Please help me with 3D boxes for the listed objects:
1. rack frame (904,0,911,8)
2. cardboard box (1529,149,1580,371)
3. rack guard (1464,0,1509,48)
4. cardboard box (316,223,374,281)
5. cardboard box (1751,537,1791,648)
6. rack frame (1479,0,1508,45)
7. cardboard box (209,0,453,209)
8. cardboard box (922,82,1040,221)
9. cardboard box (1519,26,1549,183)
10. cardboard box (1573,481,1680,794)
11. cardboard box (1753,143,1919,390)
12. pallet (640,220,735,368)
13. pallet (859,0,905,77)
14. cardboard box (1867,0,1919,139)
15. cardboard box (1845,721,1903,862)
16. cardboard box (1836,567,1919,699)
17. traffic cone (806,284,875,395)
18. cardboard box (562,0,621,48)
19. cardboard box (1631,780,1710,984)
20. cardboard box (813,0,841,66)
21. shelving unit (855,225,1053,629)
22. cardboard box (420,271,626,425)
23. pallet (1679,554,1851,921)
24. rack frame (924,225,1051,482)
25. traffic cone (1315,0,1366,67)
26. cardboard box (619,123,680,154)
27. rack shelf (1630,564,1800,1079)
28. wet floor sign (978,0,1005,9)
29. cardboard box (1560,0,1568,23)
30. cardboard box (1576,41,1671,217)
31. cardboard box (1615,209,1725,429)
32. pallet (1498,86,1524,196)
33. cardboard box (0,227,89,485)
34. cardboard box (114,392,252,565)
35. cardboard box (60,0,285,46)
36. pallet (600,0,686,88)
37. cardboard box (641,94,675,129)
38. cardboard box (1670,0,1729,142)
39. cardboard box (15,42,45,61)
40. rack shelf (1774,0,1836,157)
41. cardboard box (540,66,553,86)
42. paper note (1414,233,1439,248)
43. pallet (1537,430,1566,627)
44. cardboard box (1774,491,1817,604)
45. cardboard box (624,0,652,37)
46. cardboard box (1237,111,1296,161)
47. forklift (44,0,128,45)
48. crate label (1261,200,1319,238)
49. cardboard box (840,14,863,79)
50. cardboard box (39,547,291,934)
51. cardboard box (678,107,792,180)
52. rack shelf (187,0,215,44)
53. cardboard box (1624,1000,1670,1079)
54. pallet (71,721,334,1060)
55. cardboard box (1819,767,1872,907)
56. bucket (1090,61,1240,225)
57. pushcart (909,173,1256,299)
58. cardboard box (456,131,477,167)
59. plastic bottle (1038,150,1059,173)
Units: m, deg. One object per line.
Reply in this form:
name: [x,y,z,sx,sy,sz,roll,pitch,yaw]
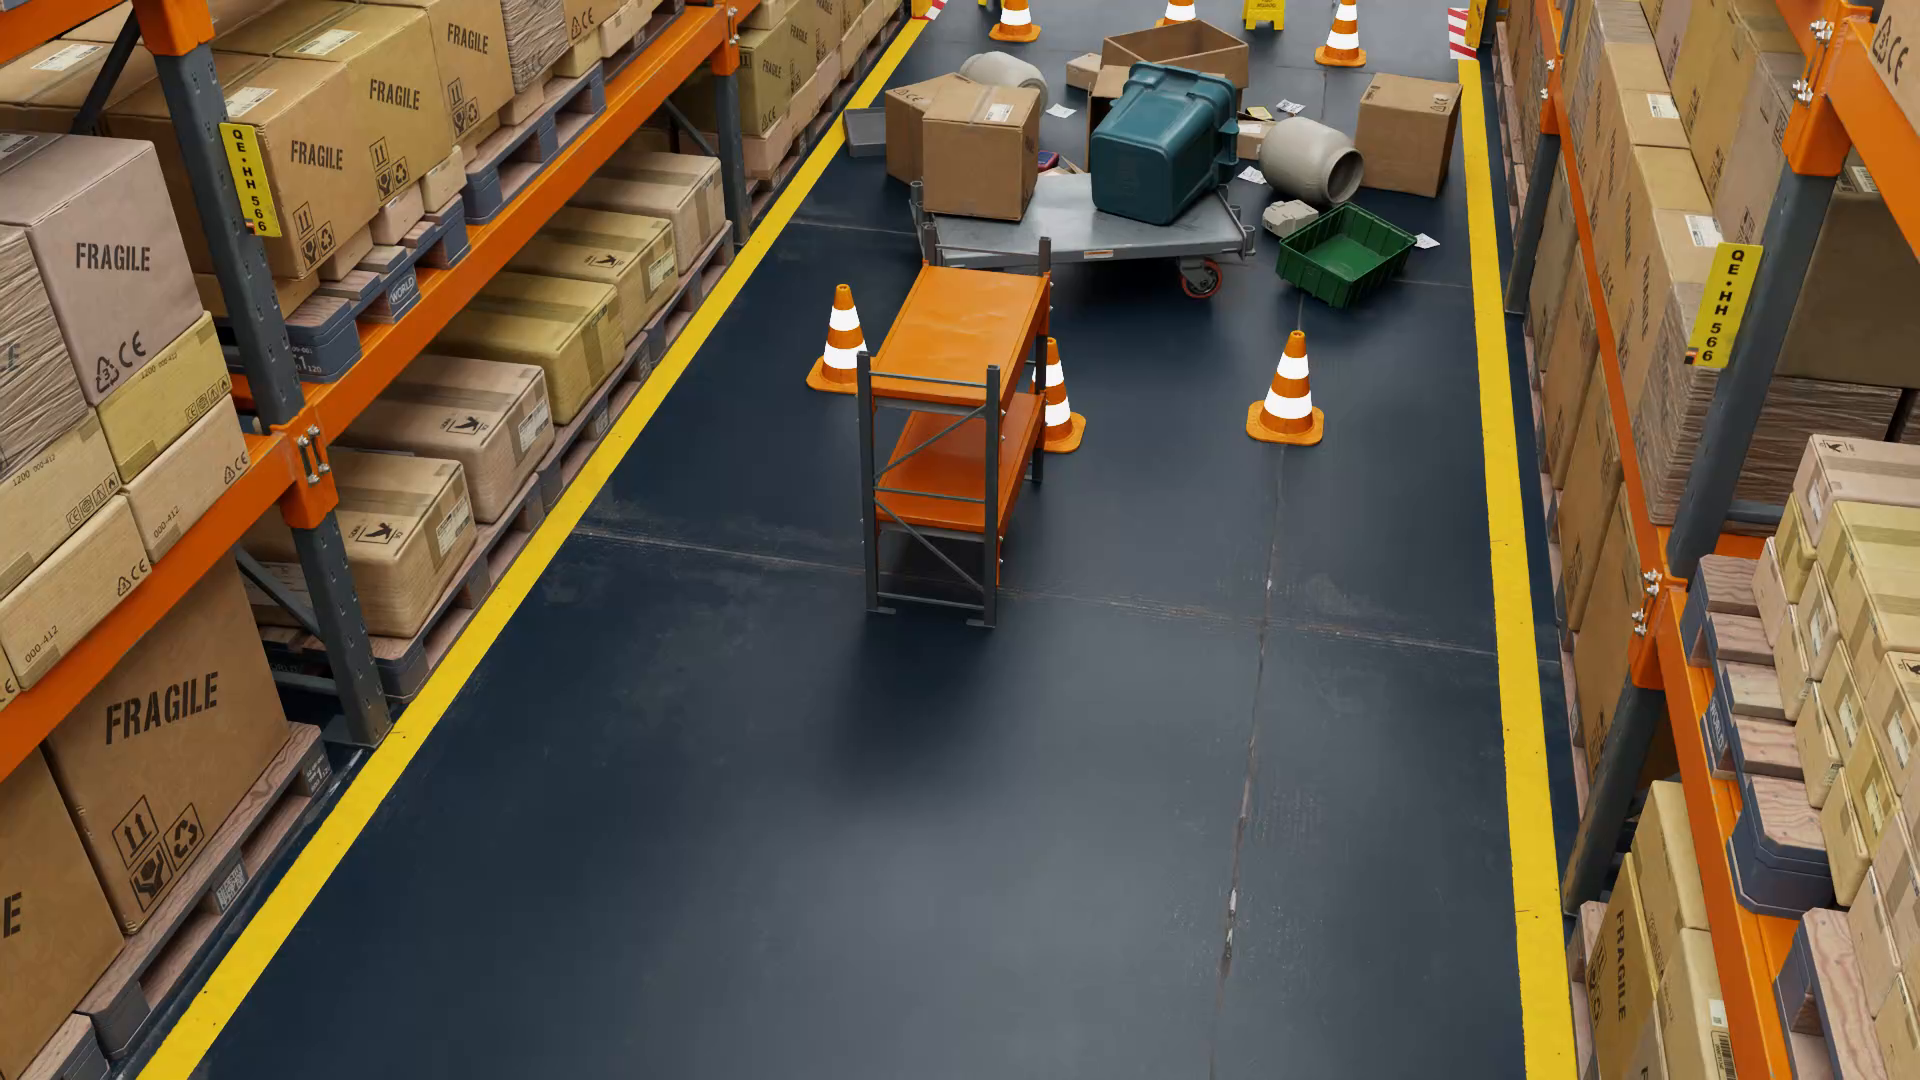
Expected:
rack frame: [-0.782,-5.171,11.328,1.000,3.000,0.127,7,37,10]
cardboard box: [3.176,-1.207,7.418,1.050,0.750,0.750,7,37,10]
rack guard: [4.081,-3.610,11.304,1.175,0.500,0.348,7,37,10]
cardboard box: [-2.146,-0.973,5.393,0.380,0.149,0.250,5,36,7]
cardboard box: [2.074,0.141,3.855,0.380,0.149,0.250,7,36,9]
rack frame: [4.075,-4.608,10.552,1.000,3.000,0.127,7,37,10]
cardboard box: [-2.064,-1.444,5.489,0.500,0.500,0.500,9,37,12]
cardboard box: [0.109,-1.966,8.391,0.500,0.500,0.500,7,37,10]
cardboard box: [3.613,-2.494,9.087,0.875,0.875,0.875,8,37,10]
cardboard box: [2.585,0.381,5.227,1.050,0.750,0.750,7,36,9]
cardboard box: [2.472,-0.723,4.254,0.700,0.500,0.500,7,37,10]
pallet: [-1.801,-1.302,8.366,1.003,0.211,1.213,7,37,10]
pallet: [-1.006,-3.537,11.450,1.003,0.211,1.213,7,37,10]
cardboard box: [1.985,-0.983,2.908,0.500,0.500,0.500,7,37,10]
cardboard box: [1.904,0.495,3.113,0.380,0.149,0.250,7,37,10]
cardboard box: [1.967,0.204,3.261,0.380,0.149,0.250,7,37,10]
traffic cone: [-0.533,-0.964,7.685,0.336,0.463,0.334,7,37,10]
cardboard box: [-1.732,-2.335,6.719,0.500,0.500,0.500,9,37,12]
cardboard box: [1.983,0.882,4.110,0.500,0.250,0.500,6,36,8]
cardboard box: [-1.031,-3.148,9.883,0.500,0.500,0.500,9,37,12]
shelving unit: [-0.001,-0.452,6.415,0.538,1.125,1.048,7,37,10]
cardboard box: [-2.043,-0.871,7.277,0.950,0.372,0.625,8,37,12]
pallet: [2.319,0.478,3.698,1.213,0.211,1.003,7,37,10]
rack frame: [0.107,-0.743,6.817,0.500,1.125,0.032,7,37,10]
traffic cone: [2.575,-3.454,11.122,0.336,0.463,0.334,7,37,10]
cardboard box: [-1.773,-2.307,9.362,0.500,0.250,0.500,9,37,12]
rack shelf: [1.940,1.416,2.853,1.077,0.370,4.000,7,37,10]
wet floor sign: [0.304,-4.192,11.984,0.267,0.644,0.232,20,41,26]
cardboard box: [3.288,-2.589,7.638,0.875,0.550,0.550,7,37,10]
cardboard box: [2.629,-1.512,6.194,0.500,0.500,0.500,7,37,10]
cardboard box: [2.308,-0.640,4.991,0.500,0.500,0.500,7,37,10]
pallet: [3.718,-2.313,9.762,1.003,0.211,1.213,7,37,10]
cardboard box: [-2.447,-0.405,3.816,0.500,0.500,0.500,8,37,11]
cardboard box: [-2.345,-0.201,4.599,0.500,0.250,0.500,6,36,8]
cardboard box: [-2.565,-1.508,5.579,0.500,0.500,0.500,7,36,9]
pallet: [-1.942,-2.380,7.641,1.003,0.211,1.213,7,37,10]
cardboard box: [-1.772,-2.611,9.142,0.500,0.500,0.500,7,36,9]
cardboard box: [2.795,-1.601,5.465,0.700,0.500,0.500,7,37,10]
cardboard box: [-5.966,-3.083,10.433,0.500,0.250,0.500,7,36,9]
rack shelf: [2.794,-2.091,5.137,1.077,0.370,4.000,7,37,10]
cardboard box: [-1.865,-1.895,6.665,0.380,0.149,0.250,6,36,8]
paper note: [2.480,-1.612,8.947,0.147,0.020,0.142,-17,39,-22]
pallet: [2.871,-0.032,6.615,1.003,0.211,1.213,7,37,10]
cardboard box: [2.067,0.041,3.739,0.380,0.149,0.250,9,37,12]
cardboard box: [-1.570,-2.315,7.244,0.380,0.149,0.250,7,36,9]
cardboard box: [1.789,-2.424,9.868,0.396,0.266,0.258,14,38,18]
forklift: [-3.981,-3.090,8.516,1.130,2.935,3.031,7,37,10]
crate label: [1.799,-1.740,9.034,0.298,0.136,0.250,-17,39,-22]
cardboard box: [-0.916,-3.133,10.503,0.500,0.250,0.500,6,36,8]
cardboard box: [-2.719,0.492,4.968,0.875,0.875,0.875,7,37,10]
cardboard box: [-1.246,-2.238,9.268,0.500,0.250,0.500,6,36,8]
rack shelf: [-2.063,-2.654,5.913,1.077,0.370,4.000,7,37,10]
cardboard box: [1.862,1.483,3.920,0.500,0.500,0.500,8,37,11]
pallet: [-2.733,0.987,5.208,1.003,0.211,1.213,7,37,10]
cardboard box: [1.903,0.605,3.216,0.380,0.149,0.250,9,37,12]
bucket: [0.998,-1.972,8.409,0.726,0.611,0.620,20,51,26]
pushcart: [0.602,-1.558,8.579,1.648,0.377,0.936,-5,36,-6]
cardboard box: [-1.989,-1.428,6.020,0.380,0.149,0.250,9,37,13]
plastic bottle: [0.471,-2.192,9.723,0.133,0.061,0.283,14,38,18]
